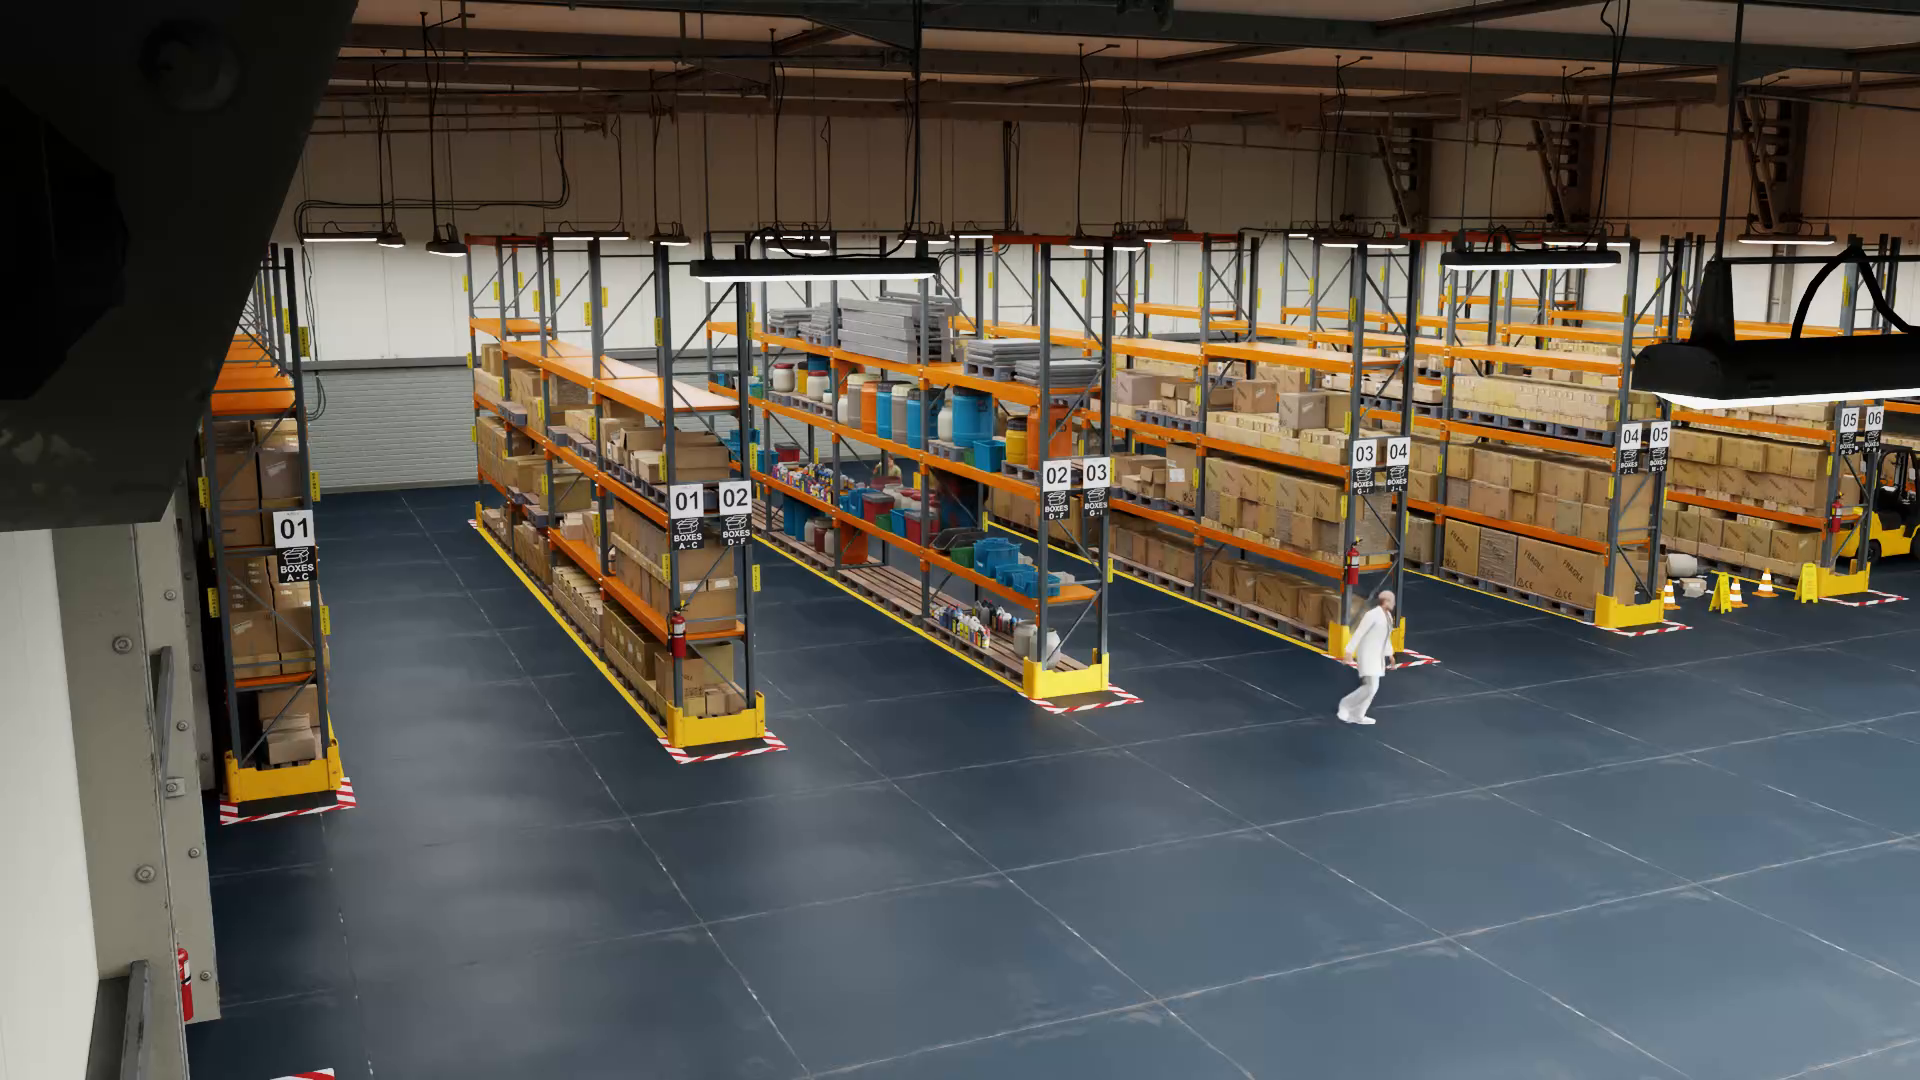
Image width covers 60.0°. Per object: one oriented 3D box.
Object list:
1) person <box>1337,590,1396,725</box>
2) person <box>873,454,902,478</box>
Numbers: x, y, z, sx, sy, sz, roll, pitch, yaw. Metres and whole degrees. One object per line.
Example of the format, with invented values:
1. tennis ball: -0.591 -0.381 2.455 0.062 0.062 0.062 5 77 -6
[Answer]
1. person: 5.126 1.482 20.966 0.596 1.734 0.759 8 14 36
2. person: -1.531 -1.099 34.716 0.596 1.491 1.011 -2 11 -9
